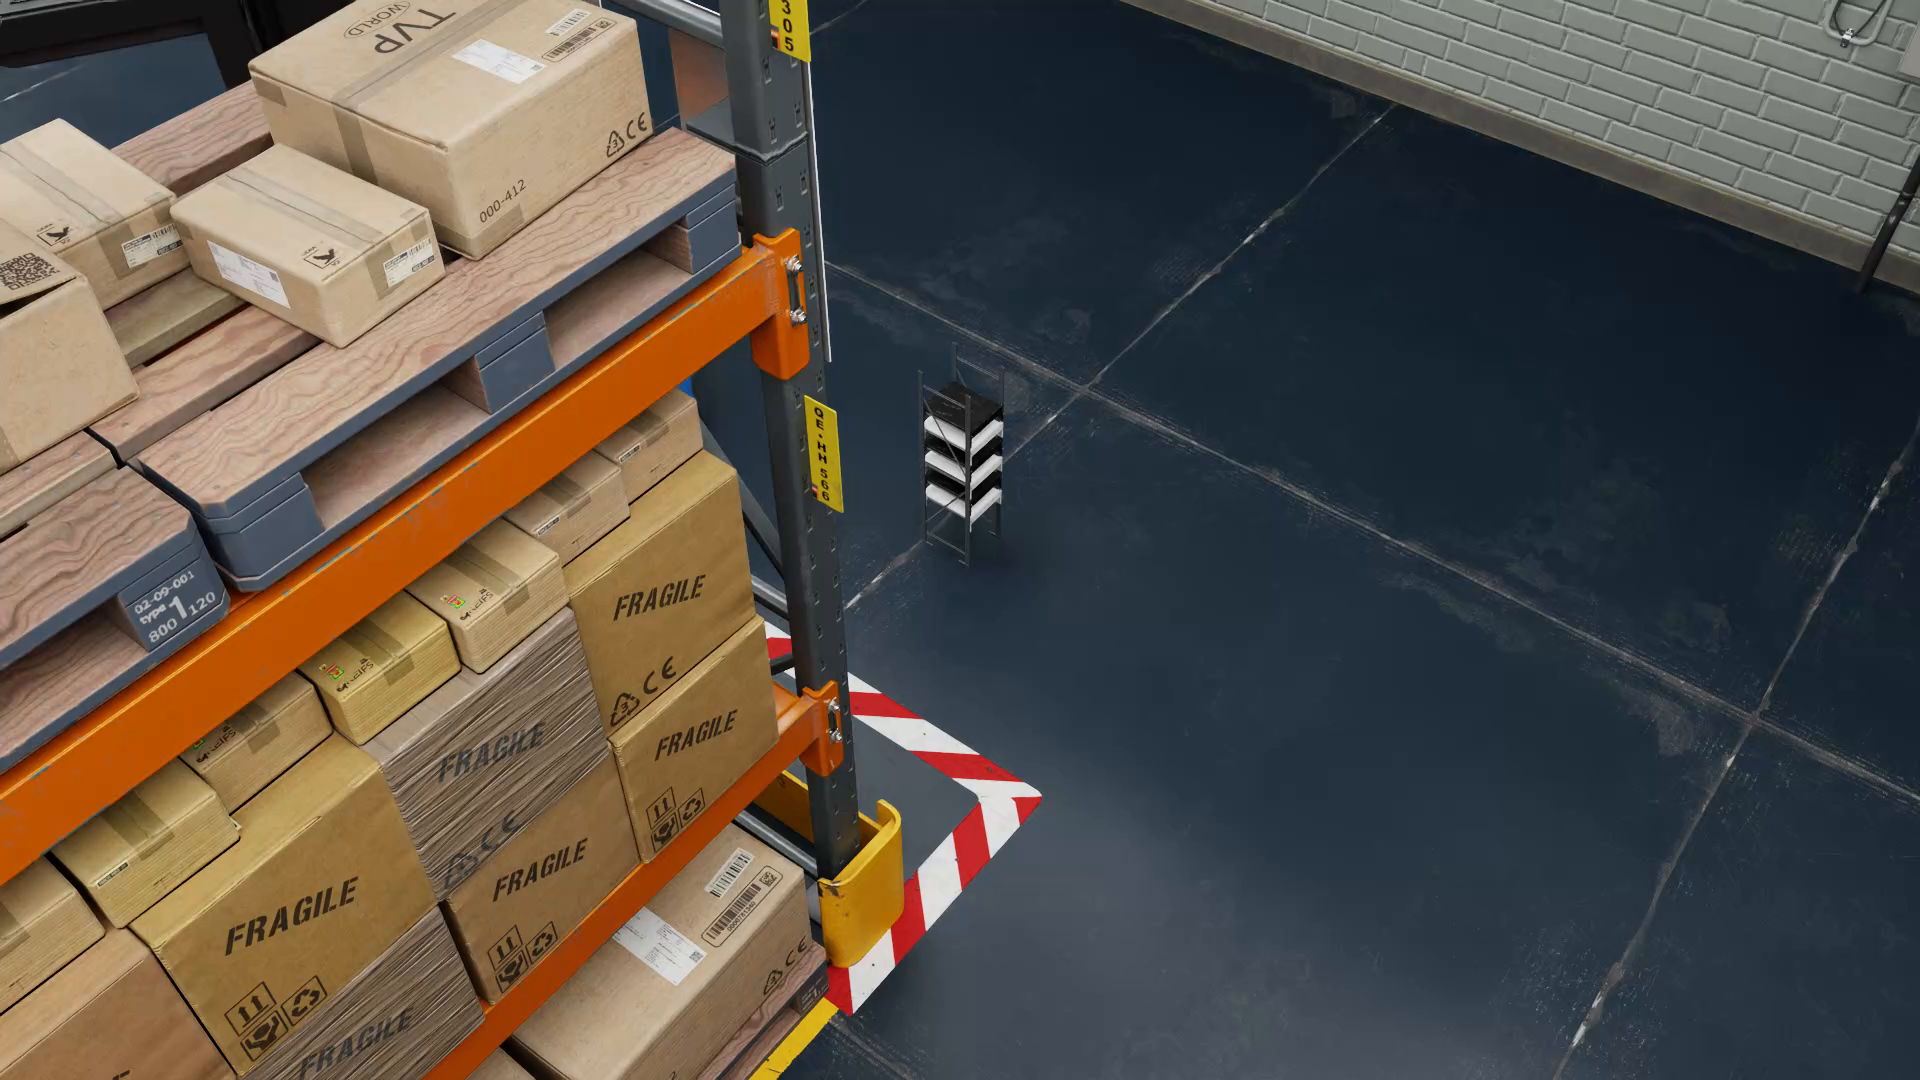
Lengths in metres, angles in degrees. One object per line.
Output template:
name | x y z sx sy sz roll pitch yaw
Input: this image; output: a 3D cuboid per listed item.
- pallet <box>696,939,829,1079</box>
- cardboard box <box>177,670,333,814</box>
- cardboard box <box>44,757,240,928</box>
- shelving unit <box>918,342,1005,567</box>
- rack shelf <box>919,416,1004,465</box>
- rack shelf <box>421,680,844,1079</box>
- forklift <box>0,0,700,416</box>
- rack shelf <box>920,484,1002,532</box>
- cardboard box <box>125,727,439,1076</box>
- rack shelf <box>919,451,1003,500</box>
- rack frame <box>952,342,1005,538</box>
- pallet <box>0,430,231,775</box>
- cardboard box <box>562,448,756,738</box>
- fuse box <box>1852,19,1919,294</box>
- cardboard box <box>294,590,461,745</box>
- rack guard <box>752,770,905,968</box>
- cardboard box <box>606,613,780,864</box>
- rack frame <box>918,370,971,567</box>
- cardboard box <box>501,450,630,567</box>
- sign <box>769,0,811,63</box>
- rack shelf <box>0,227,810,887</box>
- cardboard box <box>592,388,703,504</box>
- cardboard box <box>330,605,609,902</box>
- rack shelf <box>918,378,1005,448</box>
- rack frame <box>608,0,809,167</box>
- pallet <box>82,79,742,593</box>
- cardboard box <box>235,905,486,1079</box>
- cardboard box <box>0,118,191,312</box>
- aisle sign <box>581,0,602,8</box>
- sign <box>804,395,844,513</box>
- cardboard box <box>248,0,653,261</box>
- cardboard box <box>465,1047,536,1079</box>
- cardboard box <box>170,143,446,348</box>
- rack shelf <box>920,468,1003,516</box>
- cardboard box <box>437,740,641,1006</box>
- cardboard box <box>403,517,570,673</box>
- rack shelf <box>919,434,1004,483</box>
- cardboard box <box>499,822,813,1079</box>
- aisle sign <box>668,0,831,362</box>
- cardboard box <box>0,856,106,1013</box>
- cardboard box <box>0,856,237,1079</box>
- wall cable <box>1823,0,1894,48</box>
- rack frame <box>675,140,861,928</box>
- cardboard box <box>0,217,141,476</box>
pallet | -1.169 1.491 5.180 1.003 0.211 1.213 29 53 25
cardboard box | -1.433 0.310 3.170 0.380 0.149 0.250 29 53 25
cardboard box | -1.539 0.480 3.008 0.380 0.149 0.250 30 53 26
shelving unit | 0.005 -0.315 6.429 0.258 0.900 0.210 29 53 25
rack shelf | 0.005 -0.417 6.323 0.258 0.077 0.200 29 53 25
rack shelf | -1.965 1.428 3.809 1.077 0.370 4.000 29 53 25
forklift | -2.642 -1.217 5.886 3.031 2.935 1.130 -17 49 -15
rack shelf | 0.005 -0.168 6.583 0.258 0.077 0.200 29 53 25
cardboard box | -1.449 0.630 3.313 0.500 0.500 0.500 29 53 25
rack shelf | 0.005 -0.292 6.453 0.258 0.077 0.200 29 53 25
rack frame | 0.067 -0.374 6.485 0.240 0.900 0.006 29 53 25
pallet | -1.933 0.160 2.510 1.003 0.211 1.213 29 53 25
cardboard box | -0.848 0.036 3.880 0.500 0.500 0.500 31 54 26
fuse box | 4.260 -1.744 7.233 0.539 1.711 0.414 29 53 25
cardboard box | -1.217 0.192 3.283 0.380 0.149 0.250 30 53 26
rack guard | -0.727 0.885 5.559 1.175 0.500 0.348 29 53 25
cardboard box | -0.827 0.394 4.230 0.500 0.500 0.500 29 53 25
rack frame | -0.057 -0.257 6.373 0.240 0.900 0.006 29 53 25
cardboard box | -0.939 -0.119 3.580 0.380 0.149 0.250 30 53 26
sign | -0.321 -1.031 3.029 0.100 0.325 0.005 29 53 25
rack shelf | -1.965 0.392 2.724 1.077 0.370 4.000 29 53 25
cardboard box | -0.803 -0.275 3.729 0.380 0.149 0.250 30 53 25
cardboard box | -1.144 0.349 3.582 0.500 0.500 0.500 29 53 25
rack shelf | 0.005 -0.479 6.258 0.258 0.077 0.200 29 53 25
rack frame | -0.742 -2.037 2.473 1.000 3.000 0.127 29 53 25
pallet | -1.187 -0.541 3.179 1.003 0.211 1.213 29 53 25
cardboard box | -1.453 0.973 3.677 0.500 0.500 0.500 31 54 26
cardboard box | -1.589 -0.573 2.962 0.380 0.149 0.250 31 54 26
aisle sign | -0.927 -1.032 3.864 0.394 0.787 0.004 29 53 25
sign | -0.321 -0.199 3.901 0.100 0.325 0.005 29 53 25
cardboard box | -0.946 -0.831 3.139 0.500 0.250 0.500 25 51 22
cardboard box | -1.619 1.725 4.510 0.875 0.438 0.875 31 54 26
cardboard box | -1.139 -0.521 2.913 0.380 0.149 0.250 25 51 22
rack shelf | 0.005 -0.230 6.518 0.258 0.077 0.200 29 53 25
cardboard box | -1.146 0.674 3.962 0.500 0.500 0.500 28 52 24
cardboard box | -1.030 0.066 3.403 0.380 0.149 0.250 29 53 25
rack shelf | 0.005 -0.355 6.388 0.258 0.077 0.200 29 53 25
cardboard box | -1.066 1.197 5.013 0.875 0.438 0.875 27 52 24
aisle sign | -0.452 -0.767 3.610 0.394 0.787 0.004 29 53 25
cardboard box | -1.715 0.621 2.873 0.380 0.149 0.250 31 54 26
cardboard box | -1.758 0.917 3.039 0.500 0.500 0.500 29 53 25
wall cable | 3.817 -2.932 6.774 0.588 1.984 0.122 29 53 25
rack frame | -0.742 0.035 4.642 1.000 3.000 0.127 29 53 25
cardboard box | -1.696 -0.315 2.604 0.500 0.311 0.500 30 53 26
